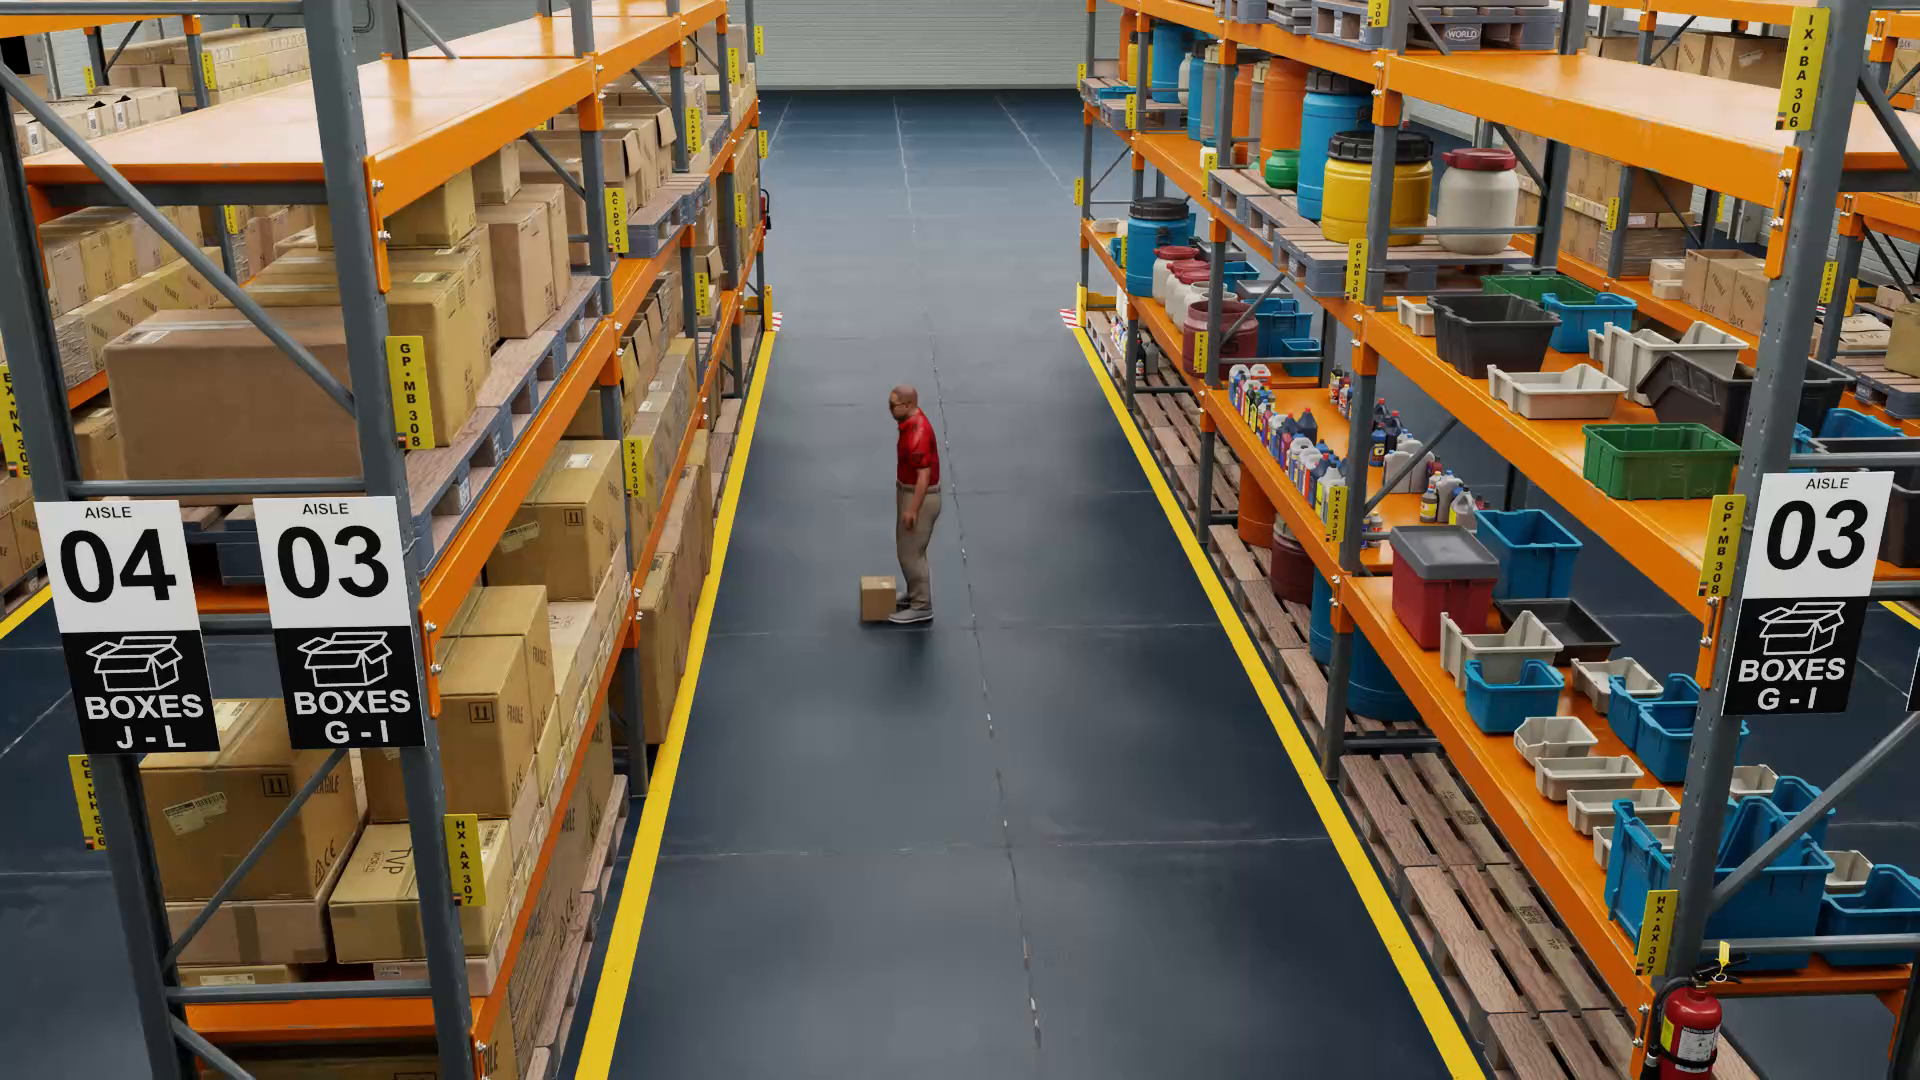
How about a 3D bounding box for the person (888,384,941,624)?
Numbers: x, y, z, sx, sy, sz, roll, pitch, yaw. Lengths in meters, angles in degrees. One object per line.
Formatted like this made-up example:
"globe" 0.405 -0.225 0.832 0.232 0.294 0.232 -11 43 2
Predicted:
"person" -0.336 -0.275 11.842 0.394 1.726 0.580 -2 20 -5
